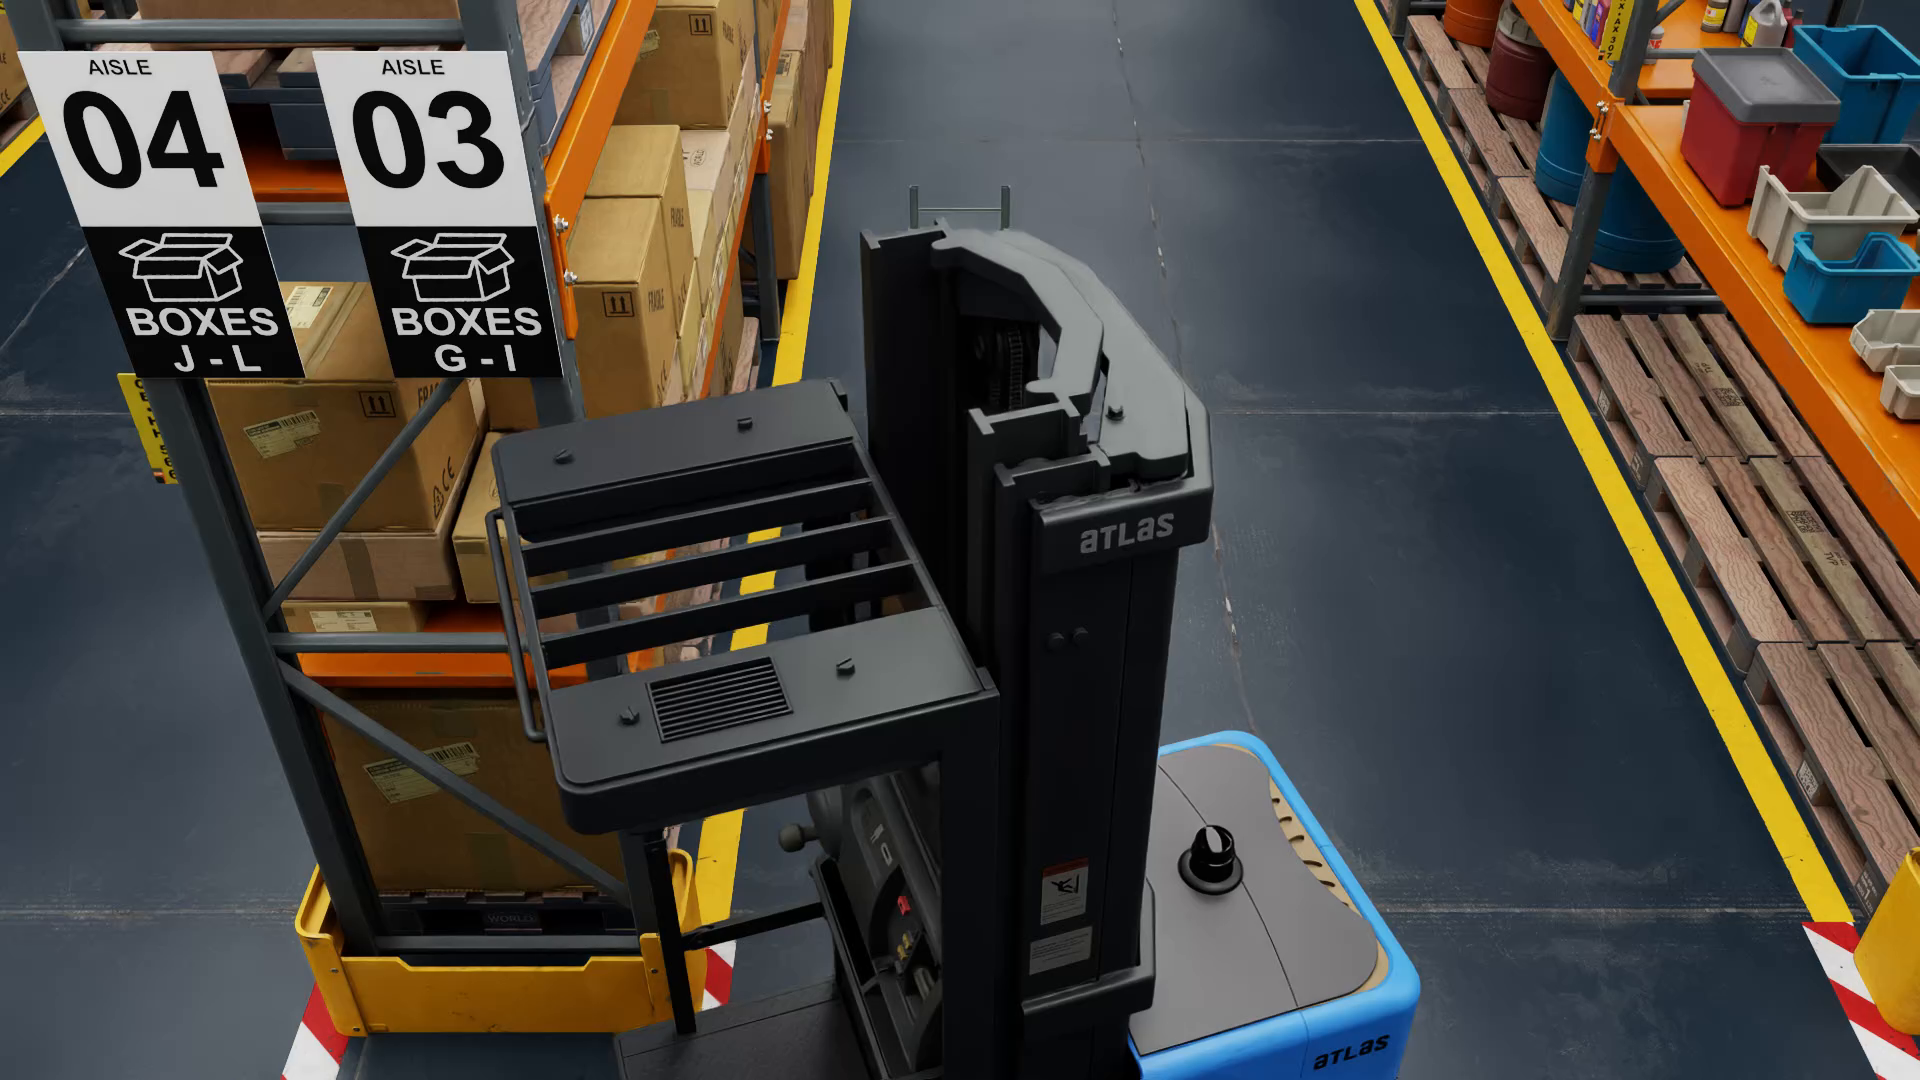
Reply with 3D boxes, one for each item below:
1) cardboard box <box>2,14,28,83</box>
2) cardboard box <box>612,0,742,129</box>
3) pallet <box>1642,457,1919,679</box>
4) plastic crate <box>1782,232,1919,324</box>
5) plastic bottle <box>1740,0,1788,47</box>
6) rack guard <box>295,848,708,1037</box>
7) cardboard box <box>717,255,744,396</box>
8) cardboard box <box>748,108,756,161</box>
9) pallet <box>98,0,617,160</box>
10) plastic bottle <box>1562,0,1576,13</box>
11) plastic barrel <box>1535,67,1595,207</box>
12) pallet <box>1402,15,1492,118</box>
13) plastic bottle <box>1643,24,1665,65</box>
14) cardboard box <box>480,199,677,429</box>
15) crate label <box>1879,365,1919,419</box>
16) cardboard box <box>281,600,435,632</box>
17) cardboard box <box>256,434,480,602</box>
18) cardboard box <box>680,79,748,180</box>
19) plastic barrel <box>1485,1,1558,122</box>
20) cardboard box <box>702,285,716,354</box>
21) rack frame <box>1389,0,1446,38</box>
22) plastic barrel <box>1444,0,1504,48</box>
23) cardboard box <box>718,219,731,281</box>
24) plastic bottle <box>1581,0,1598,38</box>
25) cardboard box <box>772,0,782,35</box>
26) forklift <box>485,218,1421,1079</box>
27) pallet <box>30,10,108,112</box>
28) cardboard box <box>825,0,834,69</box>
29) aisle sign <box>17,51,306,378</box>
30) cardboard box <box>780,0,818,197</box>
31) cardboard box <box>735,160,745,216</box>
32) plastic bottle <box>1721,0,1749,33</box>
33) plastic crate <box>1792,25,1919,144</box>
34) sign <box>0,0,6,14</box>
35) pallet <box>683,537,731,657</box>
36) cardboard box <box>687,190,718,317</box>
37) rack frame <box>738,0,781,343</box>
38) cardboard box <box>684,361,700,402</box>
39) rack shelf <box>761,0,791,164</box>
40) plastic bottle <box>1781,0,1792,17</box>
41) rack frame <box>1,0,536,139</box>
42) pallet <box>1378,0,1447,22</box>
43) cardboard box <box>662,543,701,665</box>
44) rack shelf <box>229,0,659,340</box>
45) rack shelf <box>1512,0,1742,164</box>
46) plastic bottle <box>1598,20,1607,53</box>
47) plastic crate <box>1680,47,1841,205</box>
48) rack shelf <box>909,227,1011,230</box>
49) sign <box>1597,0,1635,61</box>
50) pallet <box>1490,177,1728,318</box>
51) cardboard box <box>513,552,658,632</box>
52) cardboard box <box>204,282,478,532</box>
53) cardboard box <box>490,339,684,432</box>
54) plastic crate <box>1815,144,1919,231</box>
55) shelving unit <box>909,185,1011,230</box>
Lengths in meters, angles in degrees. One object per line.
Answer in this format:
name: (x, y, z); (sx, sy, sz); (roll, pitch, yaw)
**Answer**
cardboard box: (-6.131, -3.231, 10.547); (0.500, 0.500, 0.500); (1, 39, 2)
cardboard box: (-1.161, -1.967, 6.589); (0.500, 0.500, 0.500); (0, 39, 0)
pallet: (3.572, 0.091, 6.967); (1.003, 0.211, 1.213); (0, 39, 0)
plastic crate: (3.274, -0.962, 6.138); (0.416, 0.233, 0.300); (0, 39, 0)
plastic bottle: (3.851, -2.448, 7.945); (0.144, 0.351, 0.185); (0, 39, 0)
rack guard: (-1.420, 1.274, 5.260); (1.175, 0.500, 0.348); (0, 39, 0)
cardboard box: (-1.504, -1.140, 7.637); (0.875, 0.875, 0.875); (0, 39, 0)
cardboard box: (-1.097, -1.768, 7.258); (0.380, 0.149, 0.250); (1, 39, 1)
pallet: (-1.432, -1.316, 4.166); (1.003, 0.211, 1.213); (0, 39, 0)
plastic bottle: (3.199, -2.892, 8.500); (0.144, 0.351, 0.185); (0, 39, 0)
plastic barrel: (3.543, -2.349, 9.125); (0.600, 0.901, 0.708); (0, 39, 0)
pallet: (3.566, -3.142, 11.002); (1.003, 0.211, 1.213); (0, 39, 0)
plastic bottle: (3.329, -2.402, 8.007); (0.097, 0.201, 0.097); (0, 39, 0)
cardboard box: (-1.152, -0.680, 4.982); (0.500, 0.500, 0.500); (-1, 39, -1)
crate label: (3.340, -0.506, 5.645); (0.396, 0.136, 0.243); (0, 39, 0)
cardboard box: (-1.750, 0.159, 4.854); (0.380, 0.149, 0.250); (1, 39, 1)
cardboard box: (-1.686, -0.077, 4.829); (0.500, 0.250, 0.500); (-1, 39, -1)
cardboard box: (-1.159, -1.676, 6.825); (0.500, 0.250, 0.500); (1, 39, 1)
plastic barrel: (3.542, -2.934, 10.104); (0.600, 0.588, 0.708); (0, 39, 0)
cardboard box: (-1.094, -0.803, 6.054); (0.380, 0.149, 0.250); (-1, 39, -1)
rack frame: (3.523, -4.723, 10.745); (1.000, 3.000, 0.127); (0, 39, 0)
plastic barrel: (3.541, -3.734, 10.910); (0.600, 0.830, 0.708); (0, 39, 0)
cardboard box: (-1.095, -1.126, 6.457); (0.380, 0.149, 0.250); (-1, 39, -1)
plastic bottle: (3.204, -2.648, 8.254); (0.152, 0.276, 0.135); (0, 39, 0)
cardboard box: (-1.177, -2.859, 8.339); (0.500, 0.500, 0.500); (0, 39, 0)
forklift: (-0.395, 0.812, 3.892); (3.031, 2.935, 1.130); (-12, 40, -14)
pallet: (-6.390, -3.202, 11.077); (1.003, 0.211, 1.213); (0, 39, 0)
cardboard box: (-1.450, -3.622, 10.735); (1.225, 0.875, 0.875); (-2, 39, -2)
aisle sign: (-1.720, -0.686, 3.628); (0.394, 0.787, 0.004); (0, 39, 0)
cardboard box: (-1.448, -2.512, 9.349); (1.225, 0.875, 0.875); (-1, 39, -2)
cardboard box: (-1.096, -1.447, 6.858); (0.380, 0.149, 0.250); (1, 39, 1)
plastic bottle: (3.908, -2.692, 8.309); (0.152, 0.276, 0.135); (0, 39, 0)
plastic crate: (3.869, -1.947, 7.246); (0.392, 0.384, 0.575); (0, 39, 0)
sign: (-1.963, -1.210, 3.318); (0.100, 0.325, 0.005); (0, 39, 0)
pallet: (-1.498, 0.111, 6.943); (1.003, 0.211, 1.213); (0, 39, 0)
cardboard box: (-1.161, -1.040, 6.031); (0.500, 0.250, 0.500); (-1, 39, -1)
rack frame: (-1.425, -2.218, 7.619); (1.000, 3.000, 0.127); (0, 39, 0)
cardboard box: (-1.094, -0.483, 5.655); (0.380, 0.149, 0.250); (-1, 39, -1)
rack shelf: (-1.427, -3.188, 9.405); (1.077, 0.370, 4.000); (0, 39, 0)
plastic bottle: (3.954, -2.489, 8.050); (0.061, 0.283, 0.133); (0, 39, 0)
rack frame: (-1.421, -2.057, 2.621); (1.000, 3.000, 0.127); (0, 39, 0)
pallet: (3.561, -4.119, 12.221); (1.003, 0.211, 1.213); (0, 39, 0)
cardboard box: (-1.502, -0.020, 6.240); (0.875, 0.875, 0.875); (0, 39, 0)
rack shelf: (-1.423, -1.857, 5.345); (1.077, 0.370, 4.000); (0, 39, 0)
rack shelf: (3.526, -3.191, 9.409); (1.077, 0.370, 4.000); (0, 39, 0)
plastic bottle: (3.177, -2.463, 8.083); (0.097, 0.201, 0.097); (0, 39, 0)
plastic crate: (3.278, -1.711, 6.888); (0.402, 0.464, 0.583); (0, 39, 0)
rack shelf: (0.000, -0.894, 6.542); (0.431, 0.370, 0.720); (0, 39, 0)
sign: (2.978, -2.330, 7.538); (0.100, 0.325, 0.005); (0, 39, 0)
pallet: (3.569, -1.616, 9.098); (1.003, 0.211, 1.213); (0, 39, 0)
cardboard box: (-1.091, 0.159, 4.853); (0.380, 0.149, 0.250); (0, 39, 0)
cardboard box: (-1.684, -0.371, 4.597); (0.500, 0.500, 0.500); (0, 39, 1)
cardboard box: (-1.158, -0.399, 5.232); (0.500, 0.250, 0.500); (0, 39, -1)
plastic crate: (3.798, -1.438, 6.817); (0.437, 0.125, 0.590); (0, 39, 0)
shelving unit: (0.000, -0.589, 6.786); (0.431, 1.500, 0.755); (0, 39, 0)
